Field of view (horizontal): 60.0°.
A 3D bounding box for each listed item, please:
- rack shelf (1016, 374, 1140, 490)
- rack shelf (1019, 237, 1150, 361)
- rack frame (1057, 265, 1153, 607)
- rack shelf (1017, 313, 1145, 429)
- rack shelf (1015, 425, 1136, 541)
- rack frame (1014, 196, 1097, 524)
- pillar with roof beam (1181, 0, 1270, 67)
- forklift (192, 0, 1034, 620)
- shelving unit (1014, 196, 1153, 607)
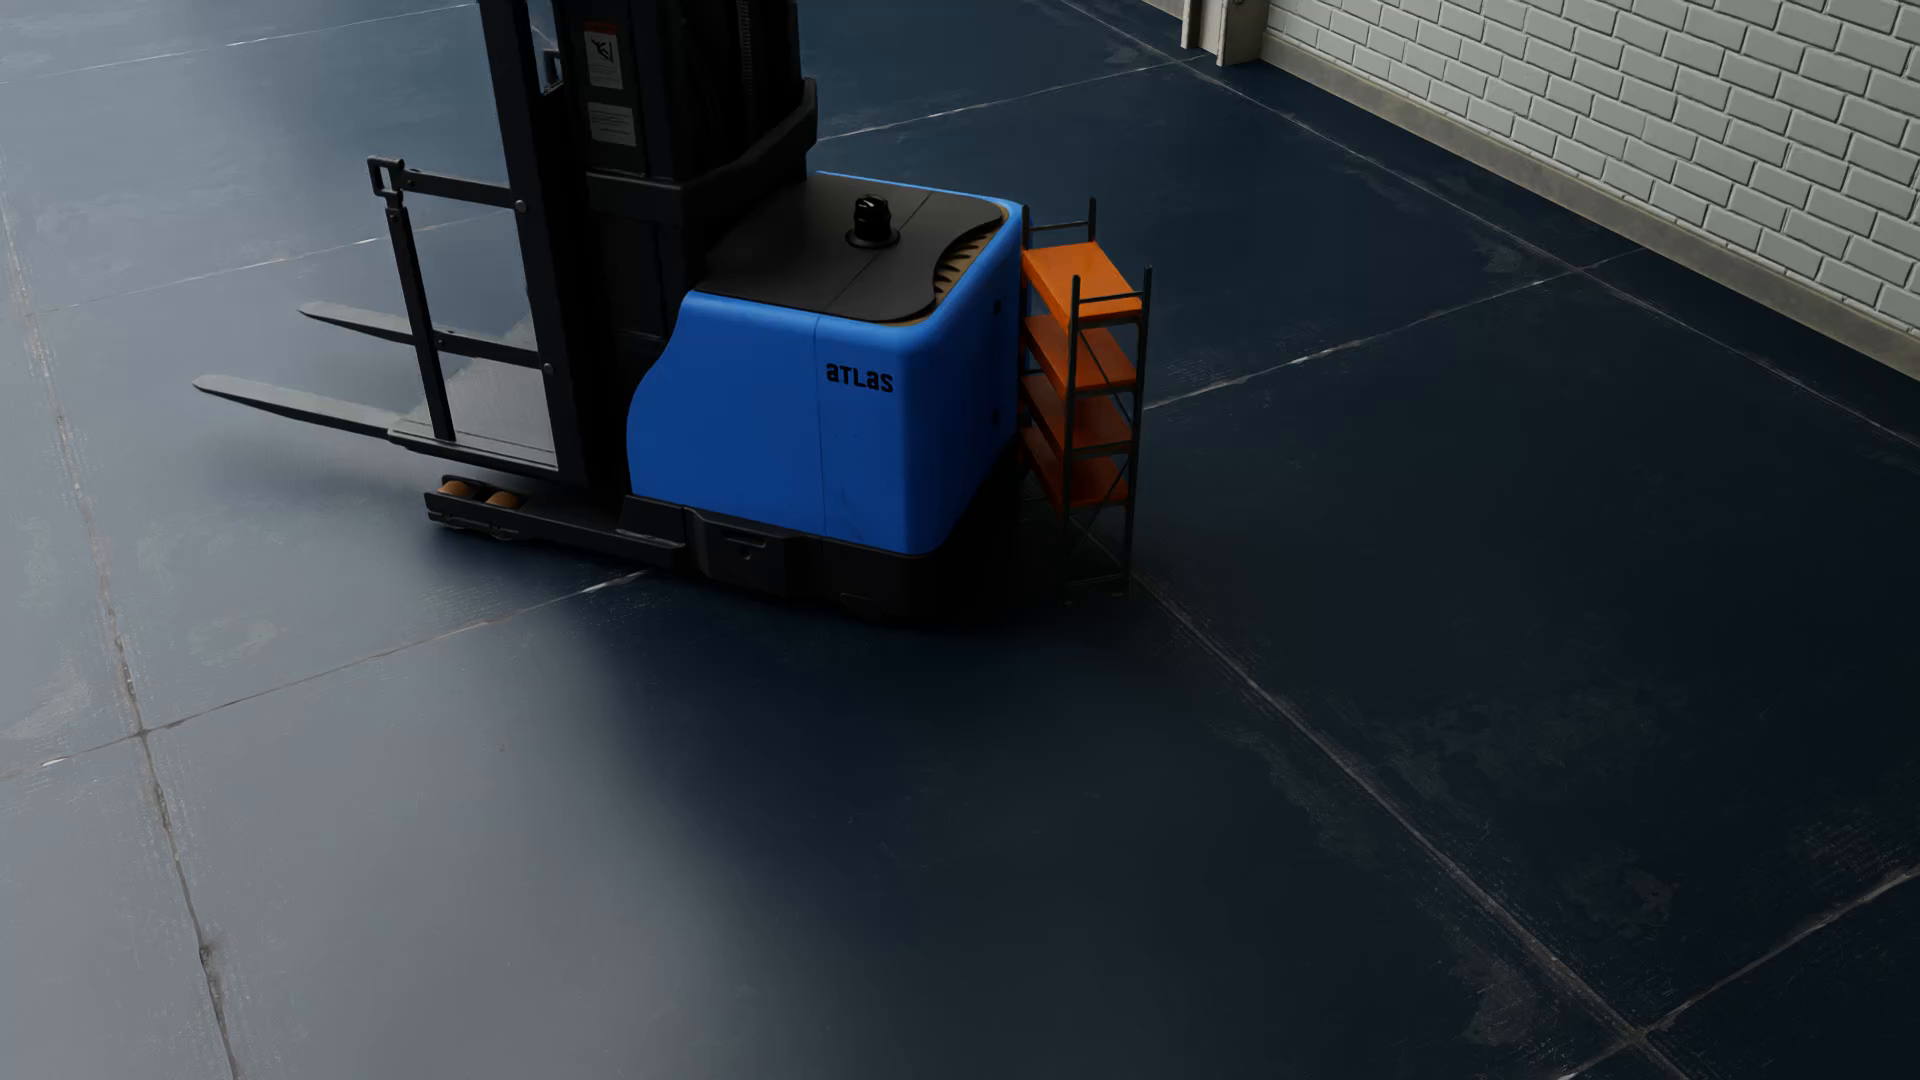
[{"bbox_3d":[0.373,-0.371,5.354,0.258,0.148,0.480,-9,37,-12],"label":"rack shelf"},{"bbox_3d":[0.373,-0.742,5.083,0.258,0.148,0.480,-9,37,-12],"label":"rack shelf"},{"bbox_3d":[0.437,-0.286,5.125,0.240,1.200,0.015,-9,37,-12],"label":"rack frame"},{"bbox_3d":[0.373,-0.551,5.222,0.258,0.148,0.480,-9,37,-12],"label":"rack shelf"},{"bbox_3d":[0.373,-0.210,5.471,0.258,0.148,0.480,-9,37,-12],"label":"rack shelf"},{"bbox_3d":[0.308,-0.564,5.505,0.240,1.200,0.015,-9,37,-12],"label":"rack frame"},{"bbox_3d":[-2.206,-5.185,5.219,9.100,9.000,0.400,-19,40,-24],"label":"pillar with roof beam"},{"bbox_3d":[-1.317,-1.459,5.262,3.031,2.935,1.130,12,38,16],"label":"forklift"},{"bbox_3d":[0.373,-0.425,5.315,0.258,1.200,0.503,-9,37,-12],"label":"shelving unit"}]
